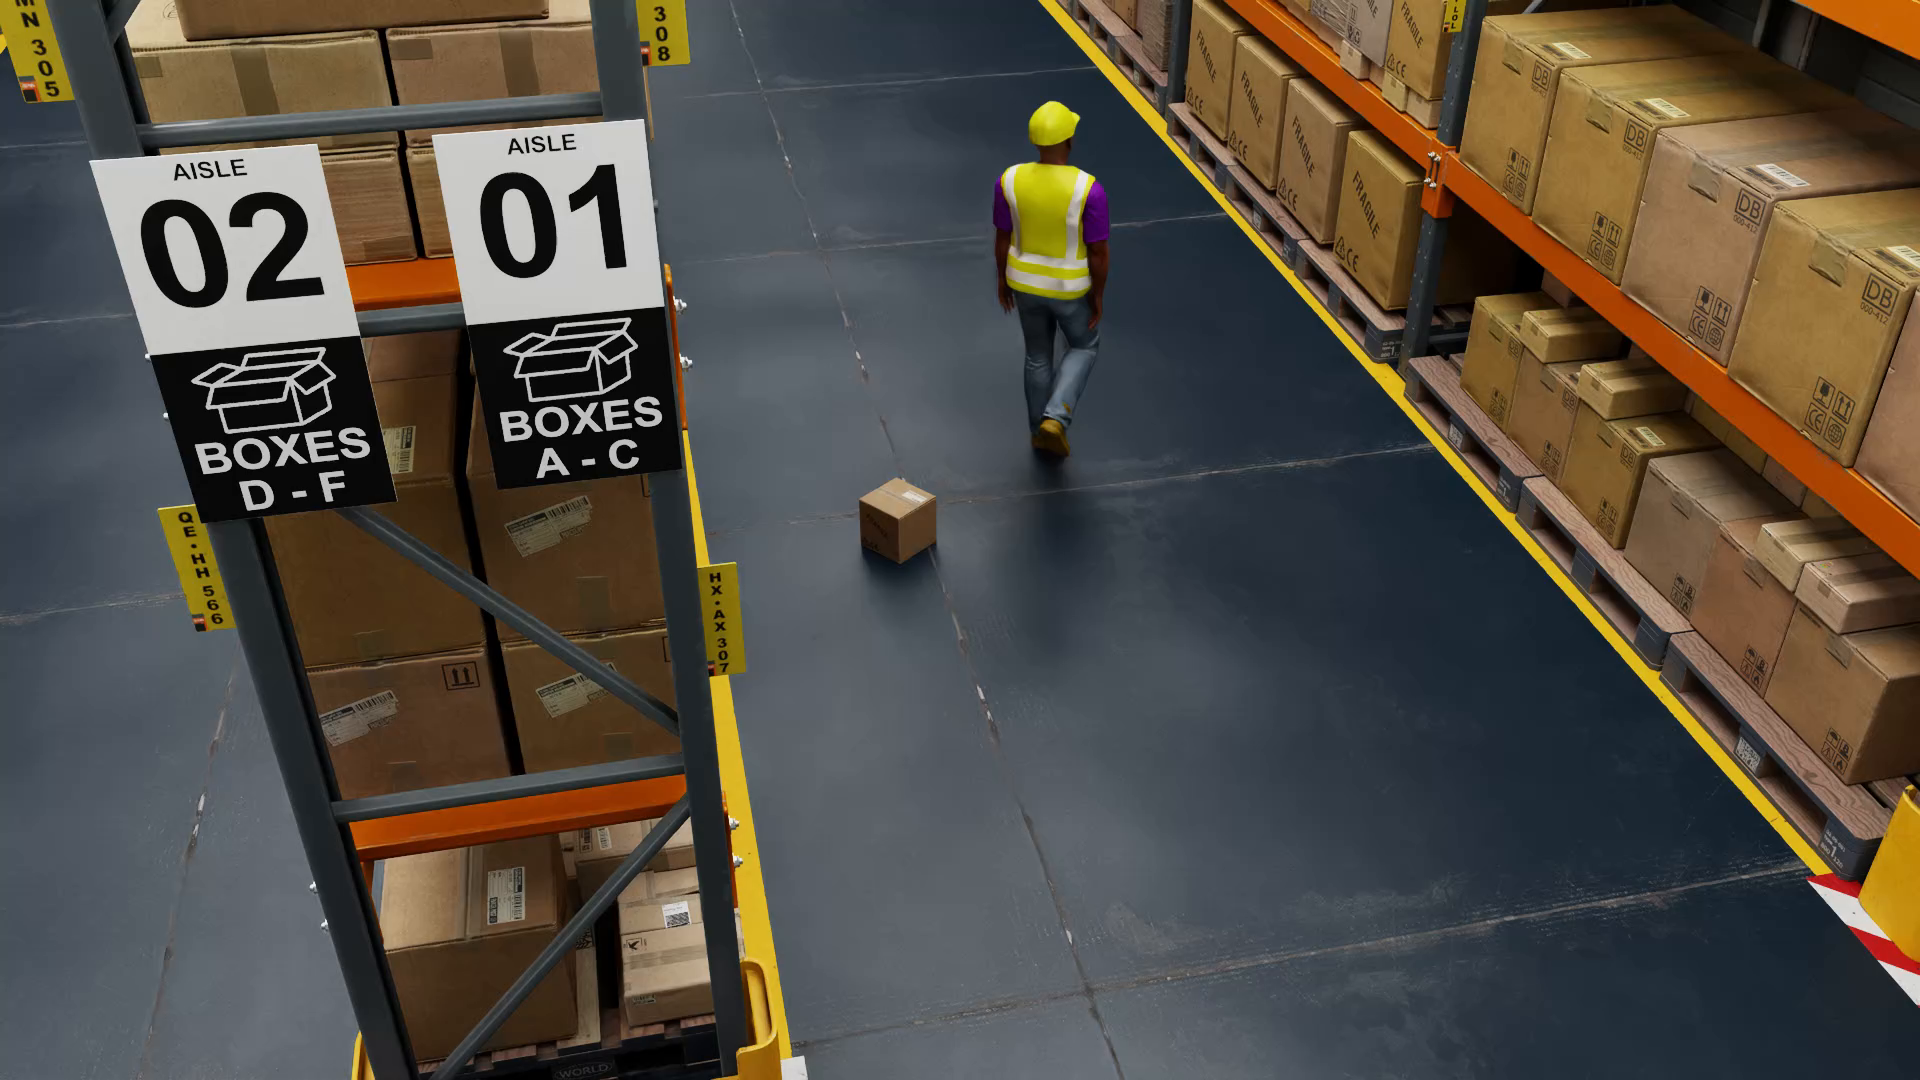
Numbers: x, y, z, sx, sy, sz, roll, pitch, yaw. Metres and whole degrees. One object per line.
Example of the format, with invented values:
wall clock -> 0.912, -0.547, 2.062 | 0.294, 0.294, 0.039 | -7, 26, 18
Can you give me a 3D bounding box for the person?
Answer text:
person -> 0.421, -1.193, 7.840 | 0.564, 1.755, 0.550 | 11, 36, 16
